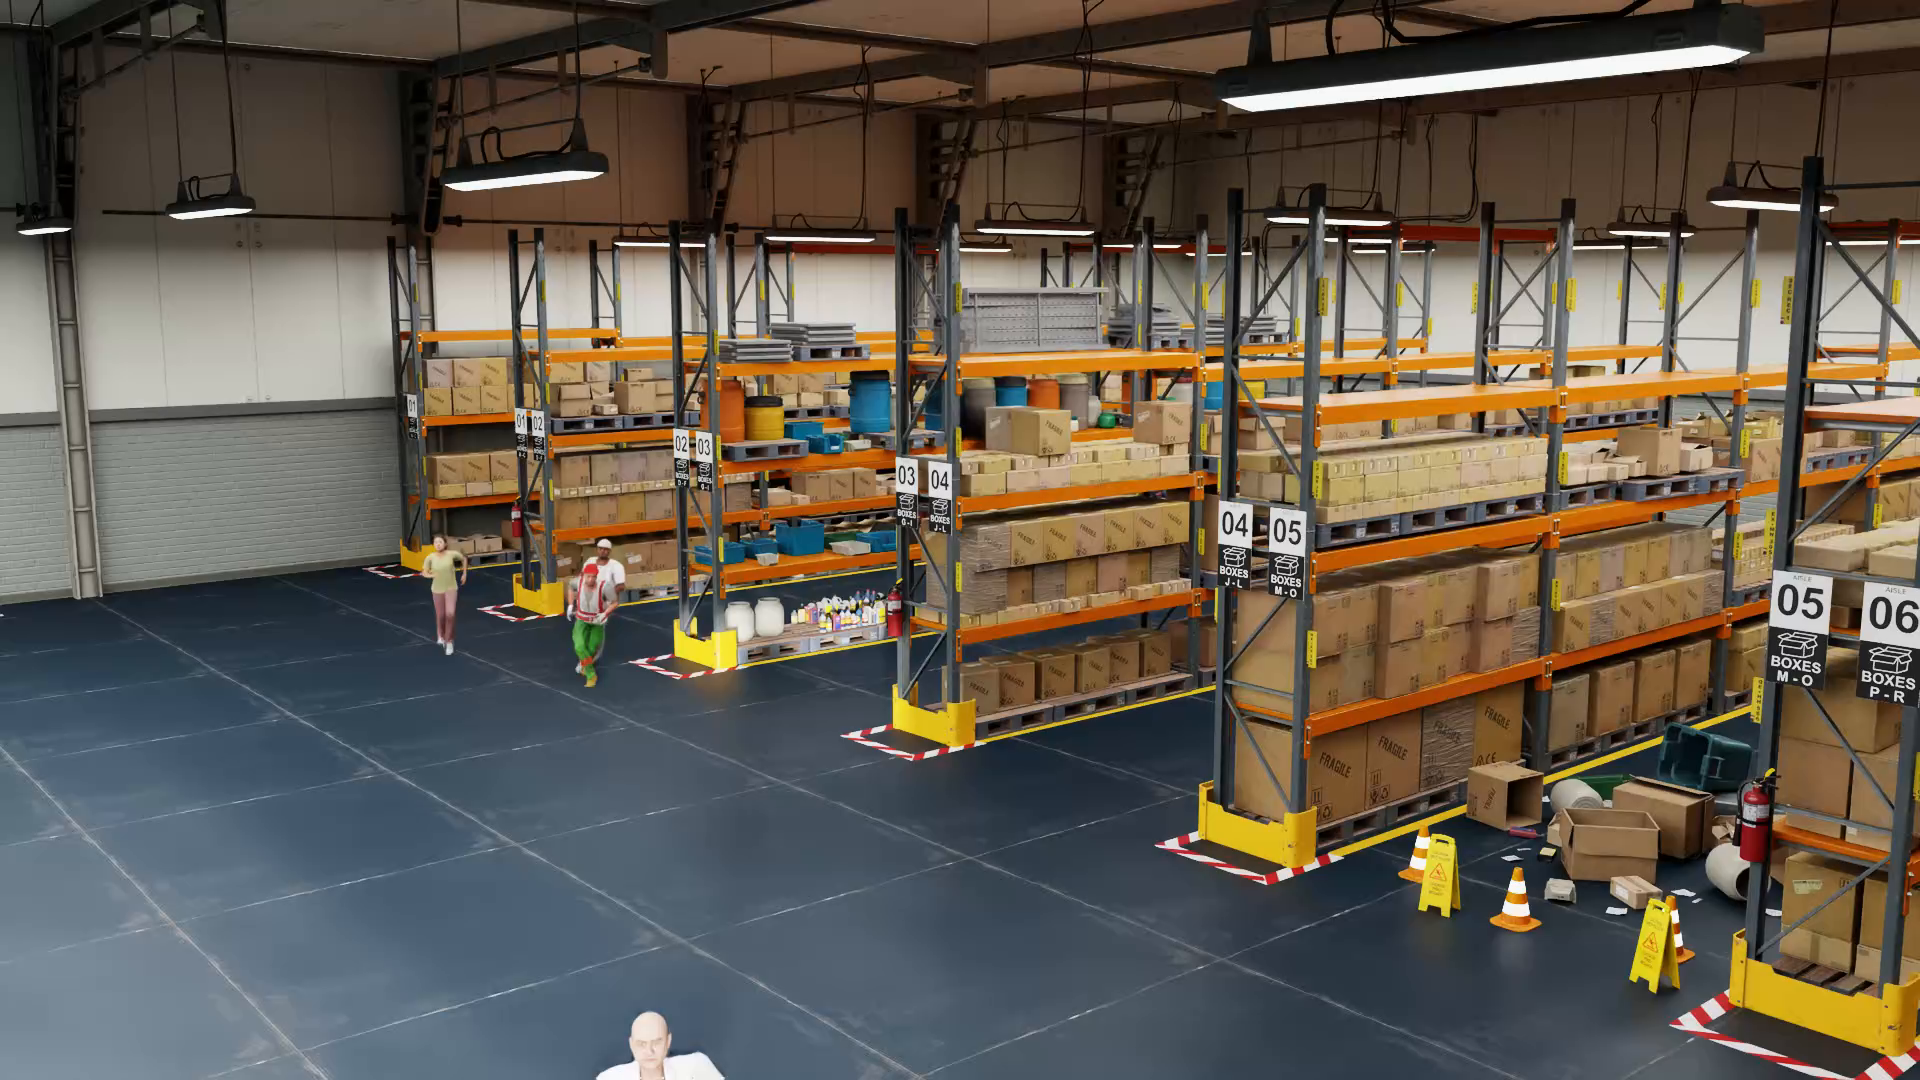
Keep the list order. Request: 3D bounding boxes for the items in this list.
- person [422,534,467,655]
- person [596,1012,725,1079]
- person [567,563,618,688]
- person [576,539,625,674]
[{"bbox_3d":[-7.272,0.745,23.499,0.581,1.697,0.857,-2,9,-10],"label":"person"},{"bbox_3d":[-1.441,3.089,7.848,0.710,1.769,1.049,-1,9,-9],"label":"person"},{"bbox_3d":[-4.758,1.080,21.649,0.670,1.698,1.023,-1,9,-4],"label":"person"},{"bbox_3d":[-4.862,0.858,22.423,0.714,1.755,0.799,0,9,2],"label":"person"}]
